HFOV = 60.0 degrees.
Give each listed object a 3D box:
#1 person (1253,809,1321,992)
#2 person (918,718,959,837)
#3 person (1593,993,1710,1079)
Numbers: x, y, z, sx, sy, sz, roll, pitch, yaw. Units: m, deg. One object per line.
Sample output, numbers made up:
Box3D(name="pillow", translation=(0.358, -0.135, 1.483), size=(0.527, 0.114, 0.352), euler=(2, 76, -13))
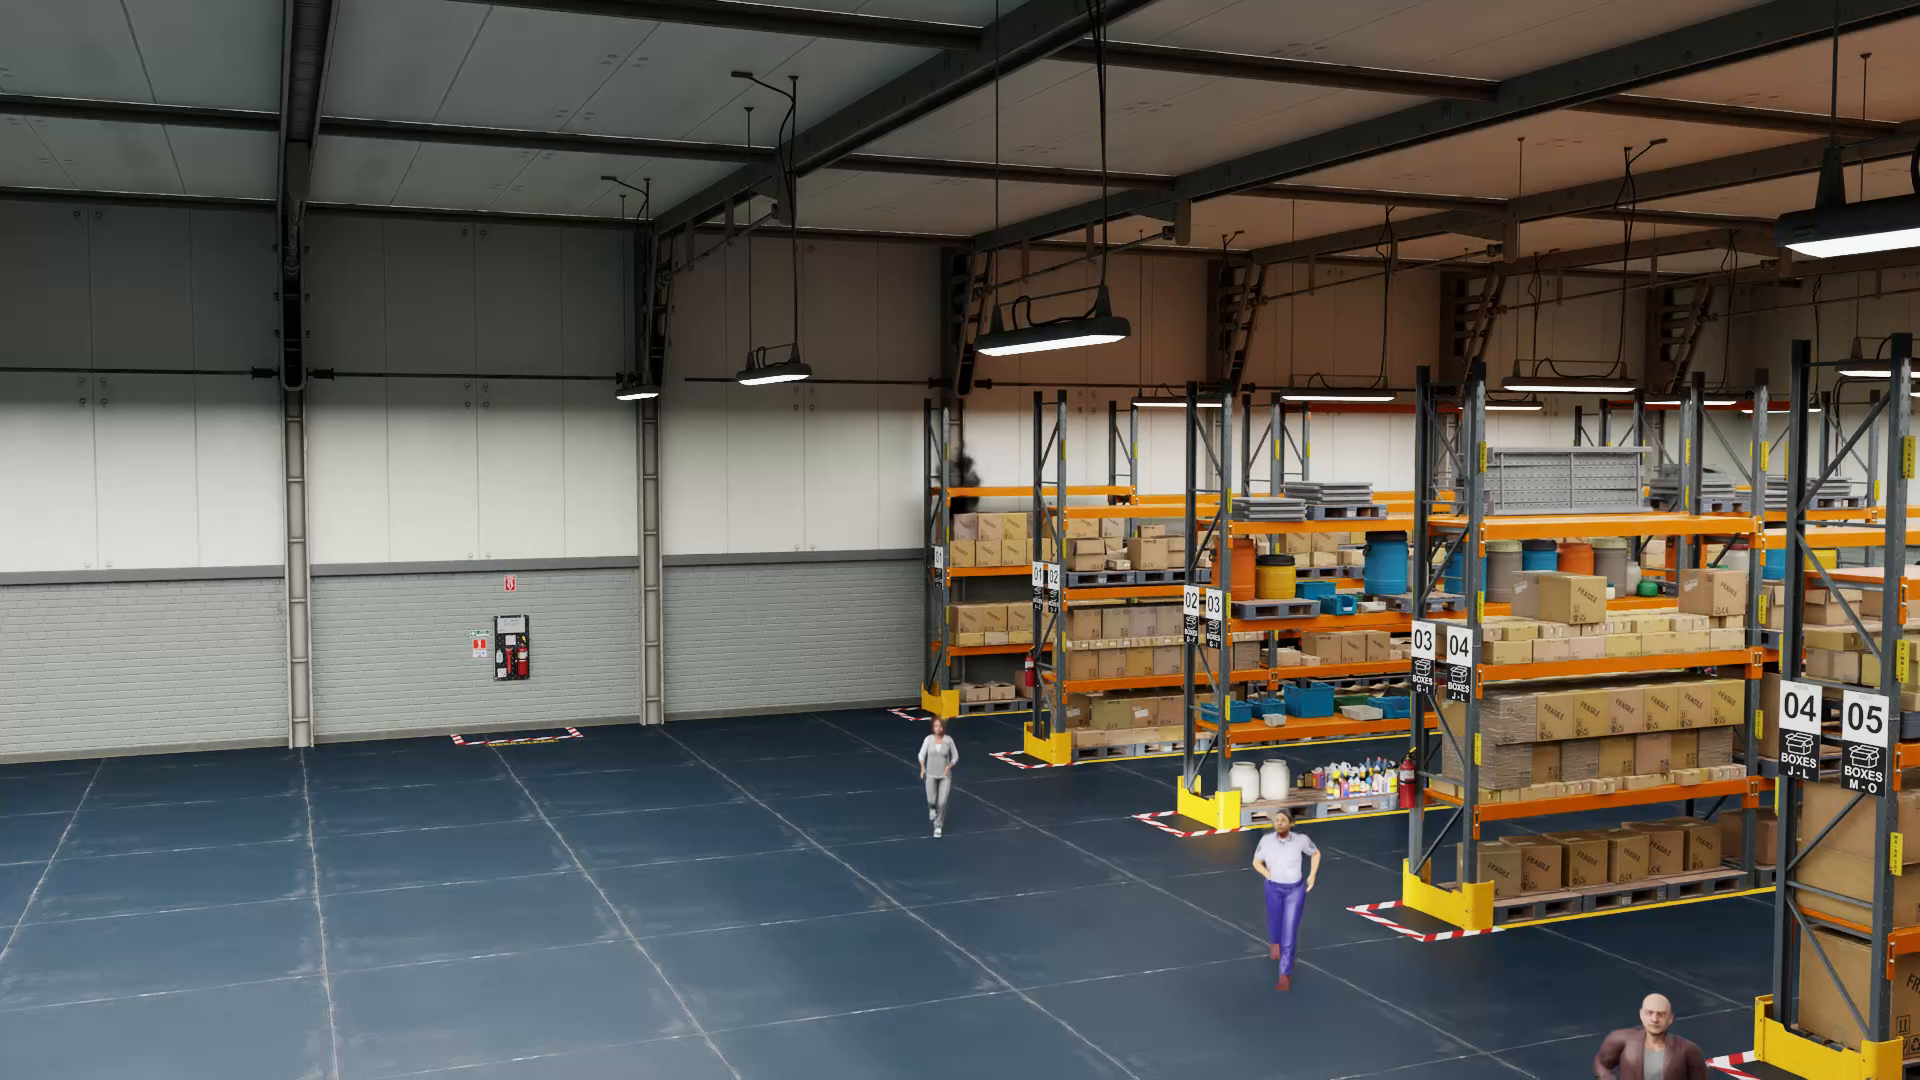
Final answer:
Box3D(name="person", translation=(3.143, 3.410, 16.031), size=(0.615, 1.654, 0.934), euler=(1, 4, 23))
Box3D(name="person", translation=(-0.282, 3.107, 21.839), size=(0.537, 1.554, 0.547), euler=(0, 3, 1))
Box3D(name="person", translation=(4.267, 3.683, 10.281), size=(0.702, 1.730, 0.648), euler=(2, 4, 24))
